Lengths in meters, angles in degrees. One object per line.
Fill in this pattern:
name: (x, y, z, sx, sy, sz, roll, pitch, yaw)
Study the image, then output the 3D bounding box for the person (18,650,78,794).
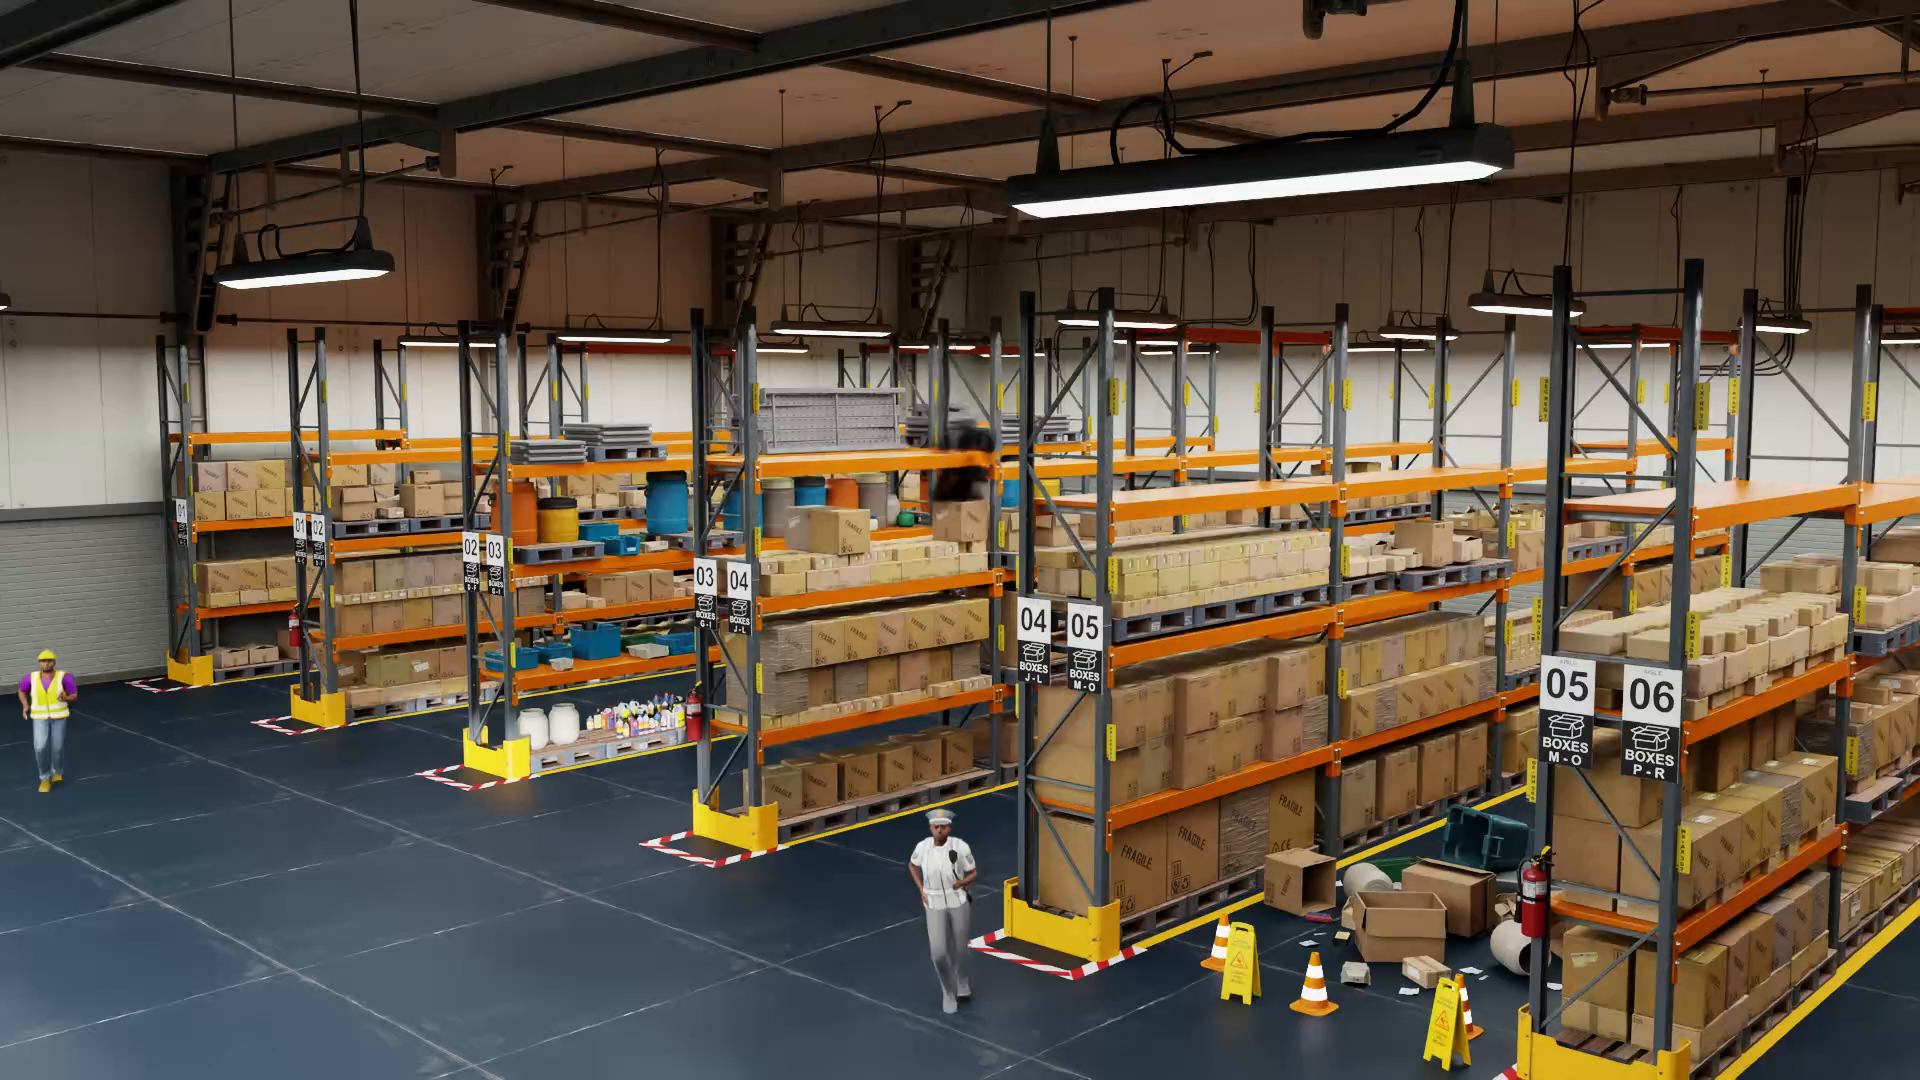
person: (-11.589, 2.307, 21.163, 0.674, 1.816, 0.702, -3, 6, -27)

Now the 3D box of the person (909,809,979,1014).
person: (-0.136, 3.054, 13.744, 0.580, 1.735, 0.704, 0, 5, -1)
